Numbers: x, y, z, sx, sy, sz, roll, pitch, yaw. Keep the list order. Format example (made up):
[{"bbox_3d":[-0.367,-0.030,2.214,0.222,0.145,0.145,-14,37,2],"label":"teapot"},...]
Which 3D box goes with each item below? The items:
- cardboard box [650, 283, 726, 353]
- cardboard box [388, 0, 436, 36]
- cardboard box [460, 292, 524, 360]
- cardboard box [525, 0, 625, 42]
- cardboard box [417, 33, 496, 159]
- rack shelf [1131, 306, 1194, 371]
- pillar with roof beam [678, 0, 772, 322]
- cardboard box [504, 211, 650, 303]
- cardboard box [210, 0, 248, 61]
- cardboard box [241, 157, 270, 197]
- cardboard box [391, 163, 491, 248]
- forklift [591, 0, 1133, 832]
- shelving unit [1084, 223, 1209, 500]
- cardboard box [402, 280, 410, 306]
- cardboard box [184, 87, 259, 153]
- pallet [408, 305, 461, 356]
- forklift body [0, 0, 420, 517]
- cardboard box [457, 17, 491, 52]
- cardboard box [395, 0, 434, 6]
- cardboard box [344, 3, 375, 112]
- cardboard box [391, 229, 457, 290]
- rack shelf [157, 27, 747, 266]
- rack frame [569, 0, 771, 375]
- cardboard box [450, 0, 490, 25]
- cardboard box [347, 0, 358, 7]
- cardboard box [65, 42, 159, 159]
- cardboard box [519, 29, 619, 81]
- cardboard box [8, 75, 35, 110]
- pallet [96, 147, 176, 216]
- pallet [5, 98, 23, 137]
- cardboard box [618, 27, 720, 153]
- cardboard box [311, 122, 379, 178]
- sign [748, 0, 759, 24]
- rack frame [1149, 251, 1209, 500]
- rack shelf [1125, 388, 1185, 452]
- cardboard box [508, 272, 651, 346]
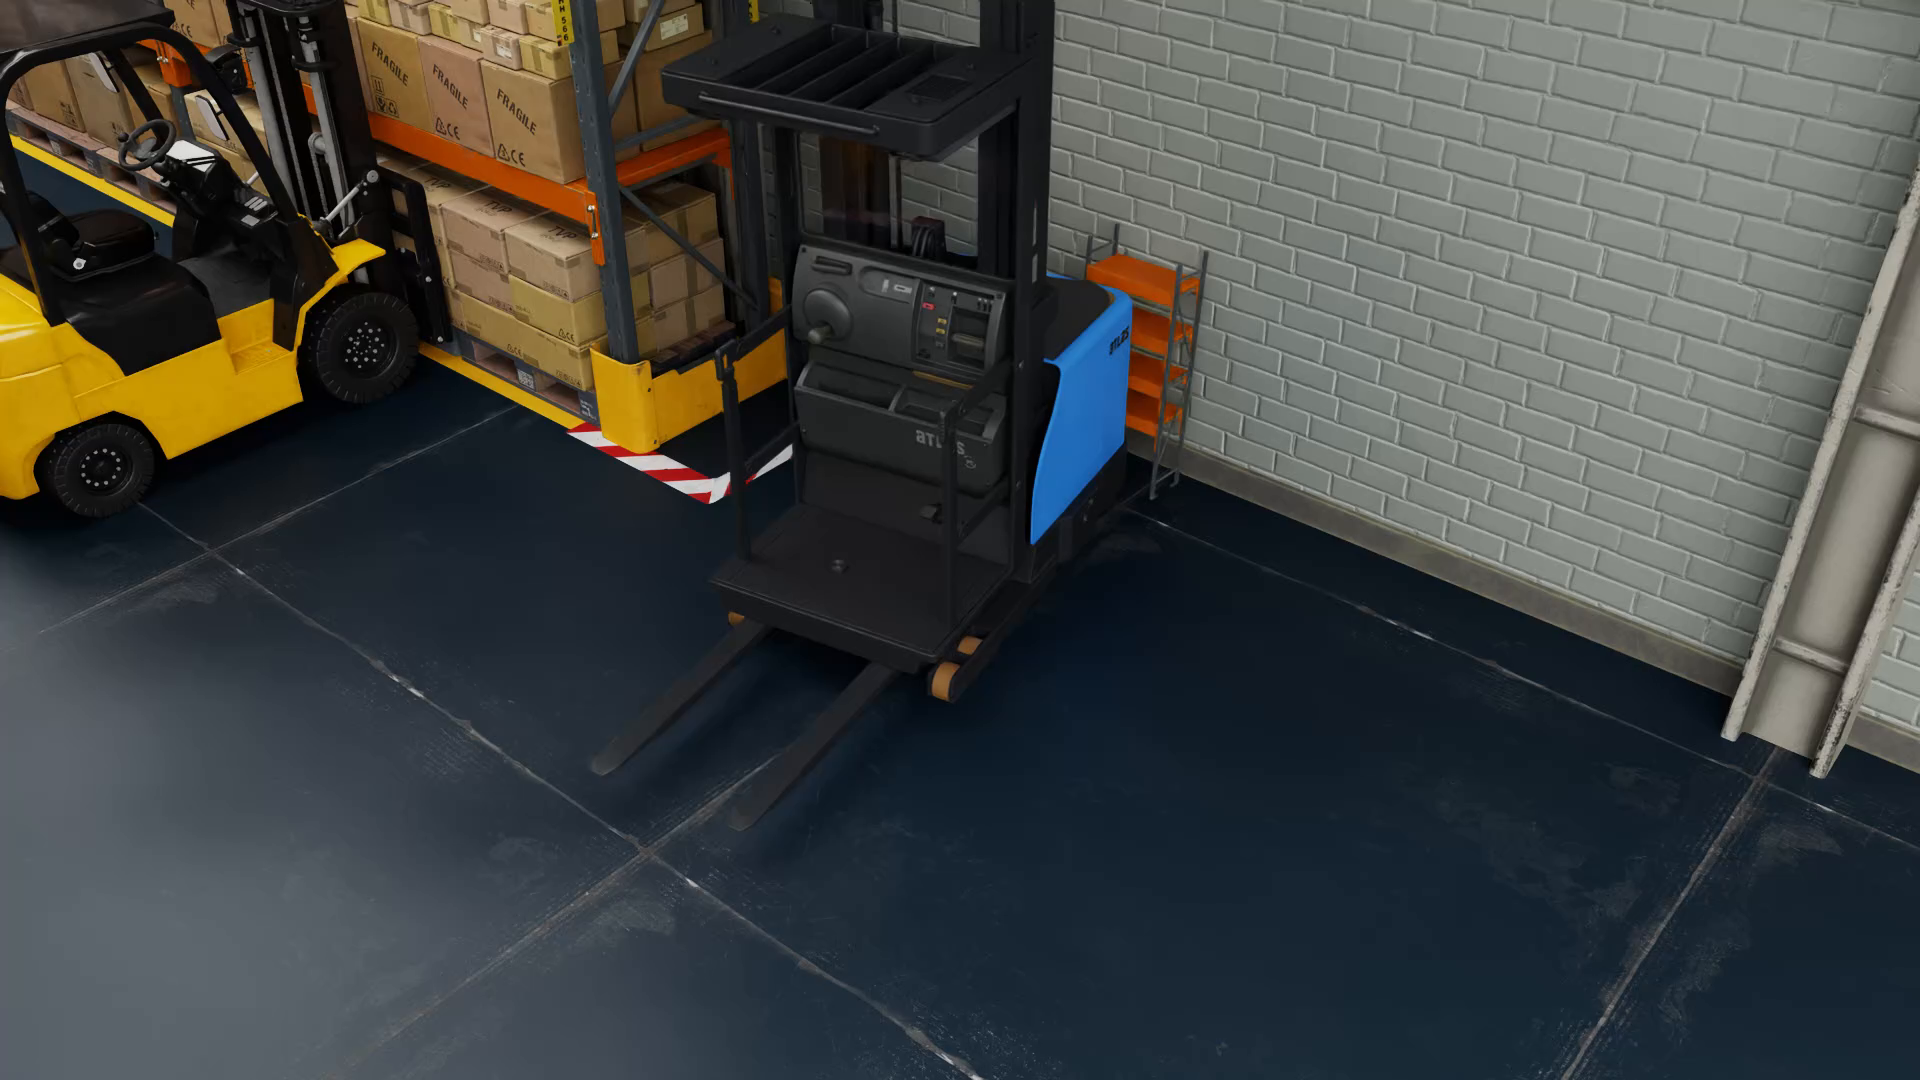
[{"bbox_3d":[-1.632,-1.284,9.028,0.500,0.250,0.500,25,42,32],"label":"cardboard box"},{"bbox_3d":[-2.620,-2.665,8.320,0.250,0.149,0.380,24,41,30],"label":"cardboard box"},{"bbox_3d":[-2.319,-1.238,8.961,0.500,0.250,0.500,25,42,32],"label":"cardboard box"},{"bbox_3d":[-1.790,-2.451,7.745,0.250,0.149,0.380,25,42,32],"label":"cardboard box"},{"bbox_3d":[-2.319,-2.279,8.330,0.500,0.500,0.500,27,43,33],"label":"cardboard box"},{"bbox_3d":[0.837,-0.973,7.815,0.480,0.148,0.258,25,37,31],"label":"rack shelf"},{"bbox_3d":[-4.093,-3.226,4.498,0.400,9.000,9.100,25,42,32],"label":"pillar with roof beam"},{"bbox_3d":[-1.933,-1.464,8.407,0.500,0.250,0.500,27,43,33],"label":"cardboard box"},{"bbox_3d":[-3.869,-3.016,9.403,0.500,0.500,0.500,26,42,33],"label":"cardboard box"},{"bbox_3d":[-3.891,-2.185,9.898,0.500,0.250,0.500,25,42,32],"label":"cardboard box"},{"bbox_3d":[-2.723,-1.825,8.933,0.500,0.250,0.500,26,42,32],"label":"cardboard box"},{"bbox_3d":[-0.349,-0.840,6.384,1.130,2.935,3.031,17,38,23],"label":"forklift"},{"bbox_3d":[0.830,-0.839,7.896,0.503,1.200,0.258,25,37,31],"label":"shelving unit"},{"bbox_3d":[-3.111,-1.602,9.490,0.500,0.250,0.500,27,43,33],"label":"cardboard box"},{"bbox_3d":[-4.283,-2.570,10.018,0.500,0.250,0.500,25,41,31],"label":"cardboard box"},{"bbox_3d":[-2.928,-1.533,9.795,1.213,0.211,1.003,25,42,32],"label":"pallet"},{"bbox_3d":[-4.004,-1.525,8.070,1.214,2.155,2.313,25,42,32],"label":"forklift body"},{"bbox_3d":[-2.201,-2.494,8.071,0.250,0.149,0.380,26,42,33],"label":"cardboard box"},{"bbox_3d":[-2.633,-2.778,8.222,0.250,0.149,0.380,26,42,33],"label":"cardboard box"},{"bbox_3d":[-3.106,-2.641,8.858,0.500,0.500,0.500,26,42,32],"label":"cardboard box"},{"bbox_3d":[-2.743,-1.632,9.093,0.500,0.250,0.500,24,41,31],"label":"cardboard box"},{"bbox_3d":[-2.917,-2.409,9.244,4.000,0.370,1.077,25,42,32],"label":"rack shelf"},{"bbox_3d":[-1.380,-1.981,7.986,0.127,3.000,1.000,25,42,32],"label":"rack frame"},{"bbox_3d":[-2.218,-2.610,7.976,0.250,0.149,0.380,26,42,33],"label":"cardboard box"},{"bbox_3d":[-2.961,-2.877,8.629,0.250,0.149,0.380,25,42,32],"label":"cardboard box"},{"bbox_3d":[-5.453,-3.093,11.331,0.625,0.625,0.875,25,42,31],"label":"cardboard box"},{"bbox_3d":[-1.825,-2.294,7.779,0.250,0.149,0.380,26,42,32],"label":"cardboard box"},{"bbox_3d":[-6.550,-3.608,12.081,0.625,0.625,0.875,27,43,33],"label":"cardboard box"},{"bbox_3d":[-5.045,-2.531,11.249,1.213,0.211,1.003,25,42,32],"label":"pallet"},{"bbox_3d":[-6.920,-3.415,12.536,1.213,0.211,1.003,25,42,32],"label":"pallet"},{"bbox_3d":[-1.583,-2.323,8.395,0.500,0.500,0.500,27,43,33],"label":"cardboard box"},{"bbox_3d":[-3.507,-2.206,9.487,0.500,0.250,0.500,27,43,33],"label":"cardboard box"},{"bbox_3d":[-1.020,-2.610,8.067,0.005,0.325,0.100,25,42,32],"label":"sign"},{"bbox_3d":[1.019,-0.752,7.770,0.015,1.200,0.240,25,37,31],"label":"rack frame"},{"bbox_3d":[0.817,-0.612,8.034,0.480,0.148,0.258,25,37,31],"label":"rack shelf"},{"bbox_3d":[-1.954,-1.268,8.562,0.500,0.250,0.500,25,41,31],"label":"cardboard box"}]
